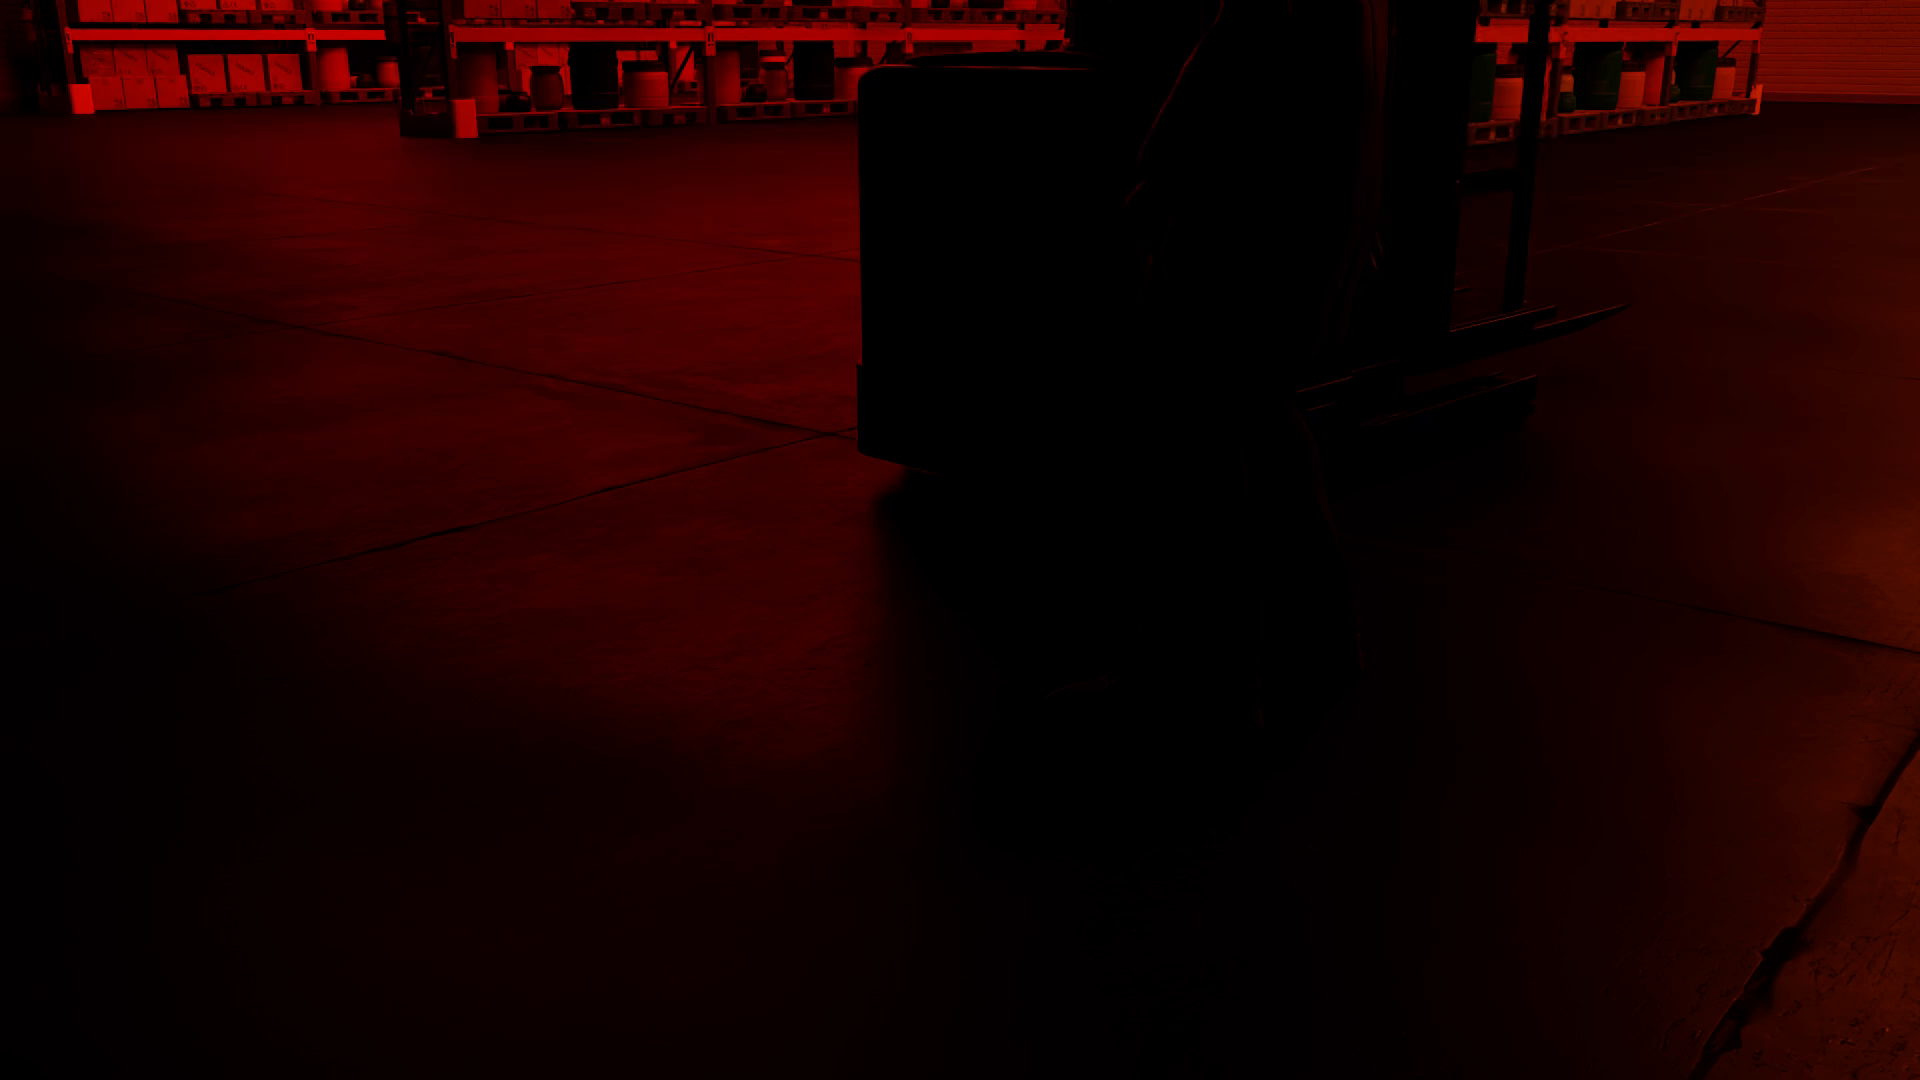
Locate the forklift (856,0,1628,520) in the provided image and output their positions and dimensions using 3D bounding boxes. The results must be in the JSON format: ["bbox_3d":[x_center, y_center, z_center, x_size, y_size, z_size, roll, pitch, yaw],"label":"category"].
[{"bbox_3d":[1.109,-1.788,4.787,1.130,2.935,3.031,16,23,42],"label":"forklift"}]

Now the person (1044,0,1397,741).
[{"bbox_3d":[0.515,-0.586,2.861,0.440,1.752,0.832,8,19,26],"label":"person"}]
